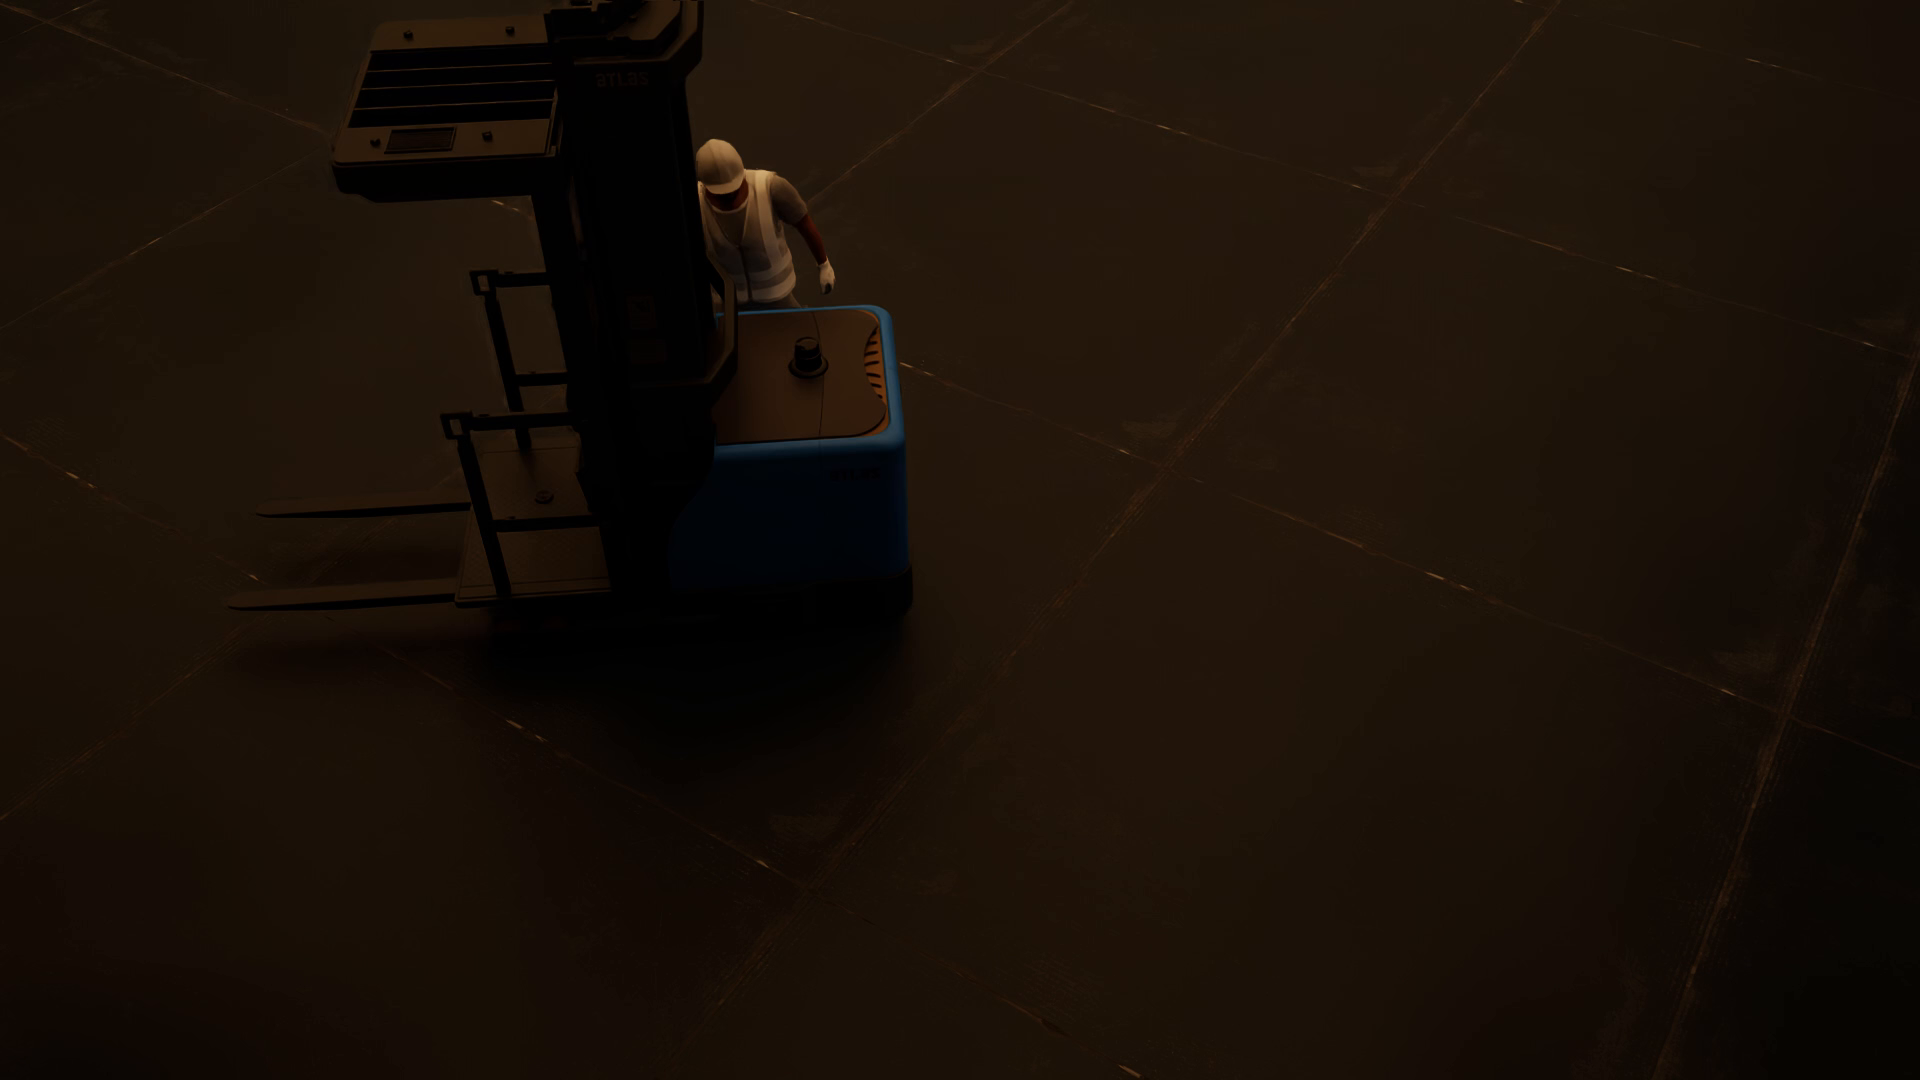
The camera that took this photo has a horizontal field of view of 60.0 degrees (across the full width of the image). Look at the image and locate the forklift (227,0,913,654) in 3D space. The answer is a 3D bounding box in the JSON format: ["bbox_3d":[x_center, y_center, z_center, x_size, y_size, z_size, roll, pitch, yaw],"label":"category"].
[{"bbox_3d":[-1.764,-0.936,6.835,3.031,2.935,1.130,-4,44,-4],"label":"forklift"}]

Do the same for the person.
[{"bbox_3d":[-1.024,-1.153,7.930,0.876,1.744,0.423,-5,44,-6],"label":"person"}]
